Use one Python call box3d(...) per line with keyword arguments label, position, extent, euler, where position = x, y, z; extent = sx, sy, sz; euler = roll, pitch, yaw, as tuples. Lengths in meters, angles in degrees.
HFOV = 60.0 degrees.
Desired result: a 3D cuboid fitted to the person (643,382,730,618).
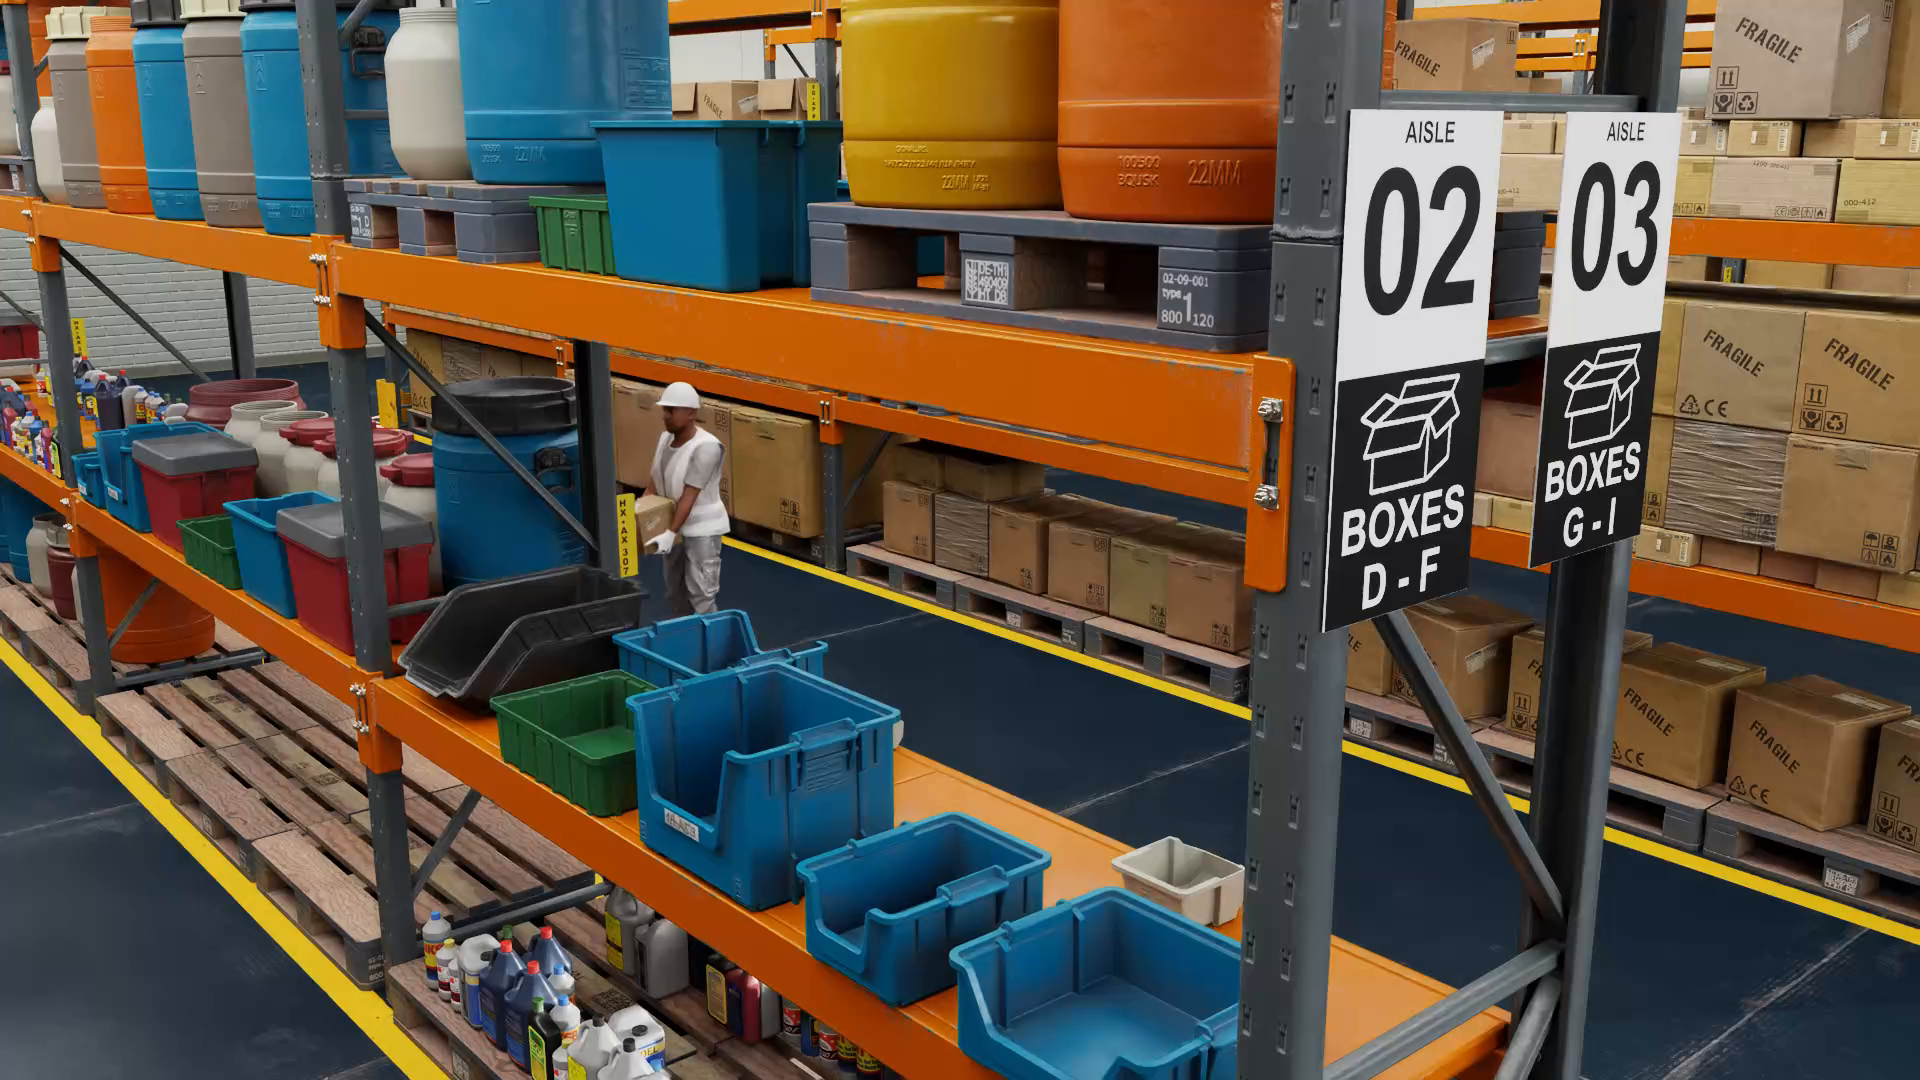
box3d(label="person", position=(-1.614, -0.015, 9.526), extent=(0.587, 1.778, 0.491), euler=(-12, 18, -40))
